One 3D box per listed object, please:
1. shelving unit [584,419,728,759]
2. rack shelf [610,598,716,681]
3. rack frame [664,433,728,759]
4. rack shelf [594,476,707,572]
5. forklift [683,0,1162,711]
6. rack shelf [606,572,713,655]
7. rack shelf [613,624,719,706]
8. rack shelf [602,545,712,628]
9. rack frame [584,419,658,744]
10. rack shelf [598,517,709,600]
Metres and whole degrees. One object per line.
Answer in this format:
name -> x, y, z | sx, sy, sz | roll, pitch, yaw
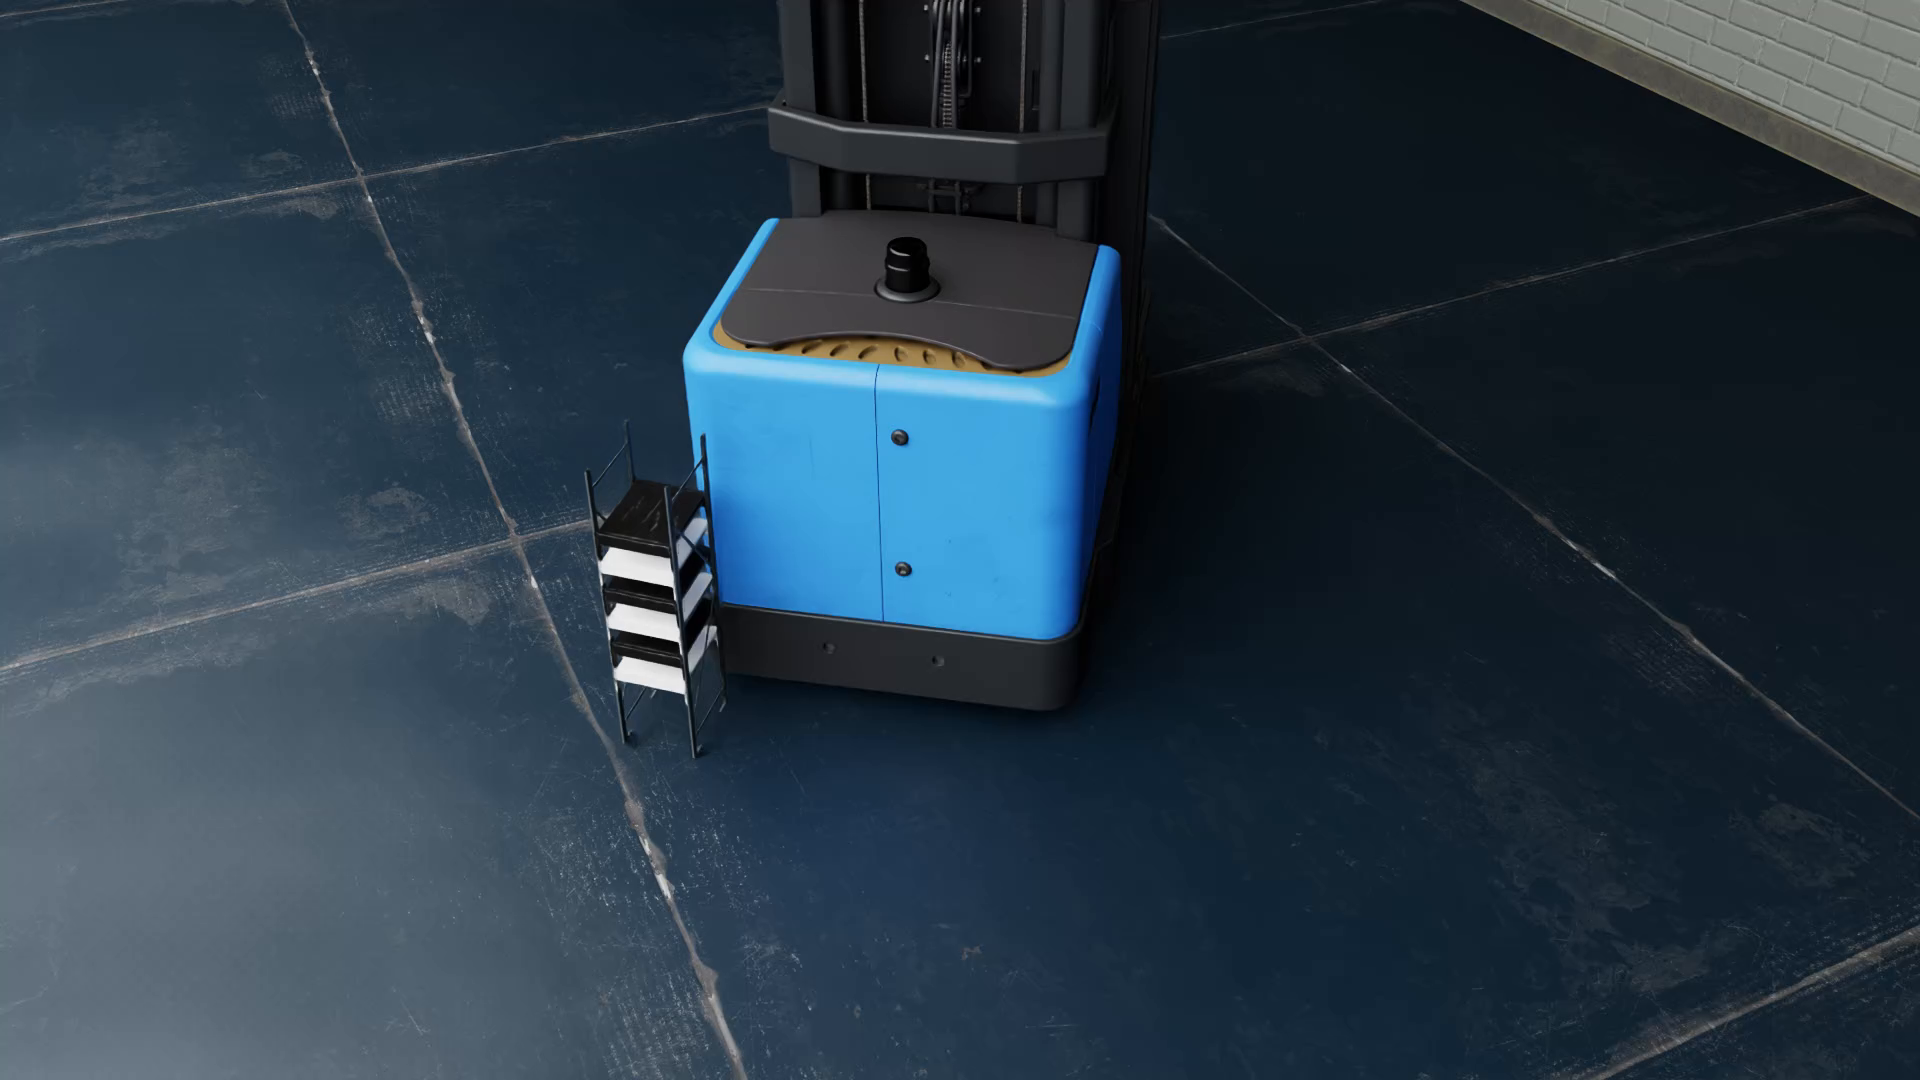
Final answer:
shelving unit -> -0.769, 0.144, 4.291 | 0.210, 0.900, 0.258 | 11, 39, 11
rack shelf -> -0.772, 0.241, 4.367 | 0.200, 0.077, 0.258 | 11, 39, 11
rack frame -> -0.671, 0.162, 4.272 | 0.006, 0.900, 0.240 | 11, 39, 11
rack shelf -> -0.763, -0.042, 4.146 | 0.200, 0.077, 0.258 | 11, 39, 11
forklift -> 0.066, -1.589, 4.932 | 1.130, 2.935, 3.031 | 6, 37, 8
rack shelf -> -0.770, 0.170, 4.312 | 0.200, 0.077, 0.258 | 11, 39, 11
rack shelf -> -0.774, 0.312, 4.423 | 0.200, 0.077, 0.258 | 11, 39, 11
rack shelf -> -0.768, 0.099, 4.257 | 0.200, 0.077, 0.258 | 11, 39, 11
rack frame -> -0.867, 0.126, 4.311 | 0.006, 0.900, 0.240 | 11, 39, 11
rack shelf -> -0.765, 0.028, 4.201 | 0.200, 0.077, 0.258 | 11, 39, 11
